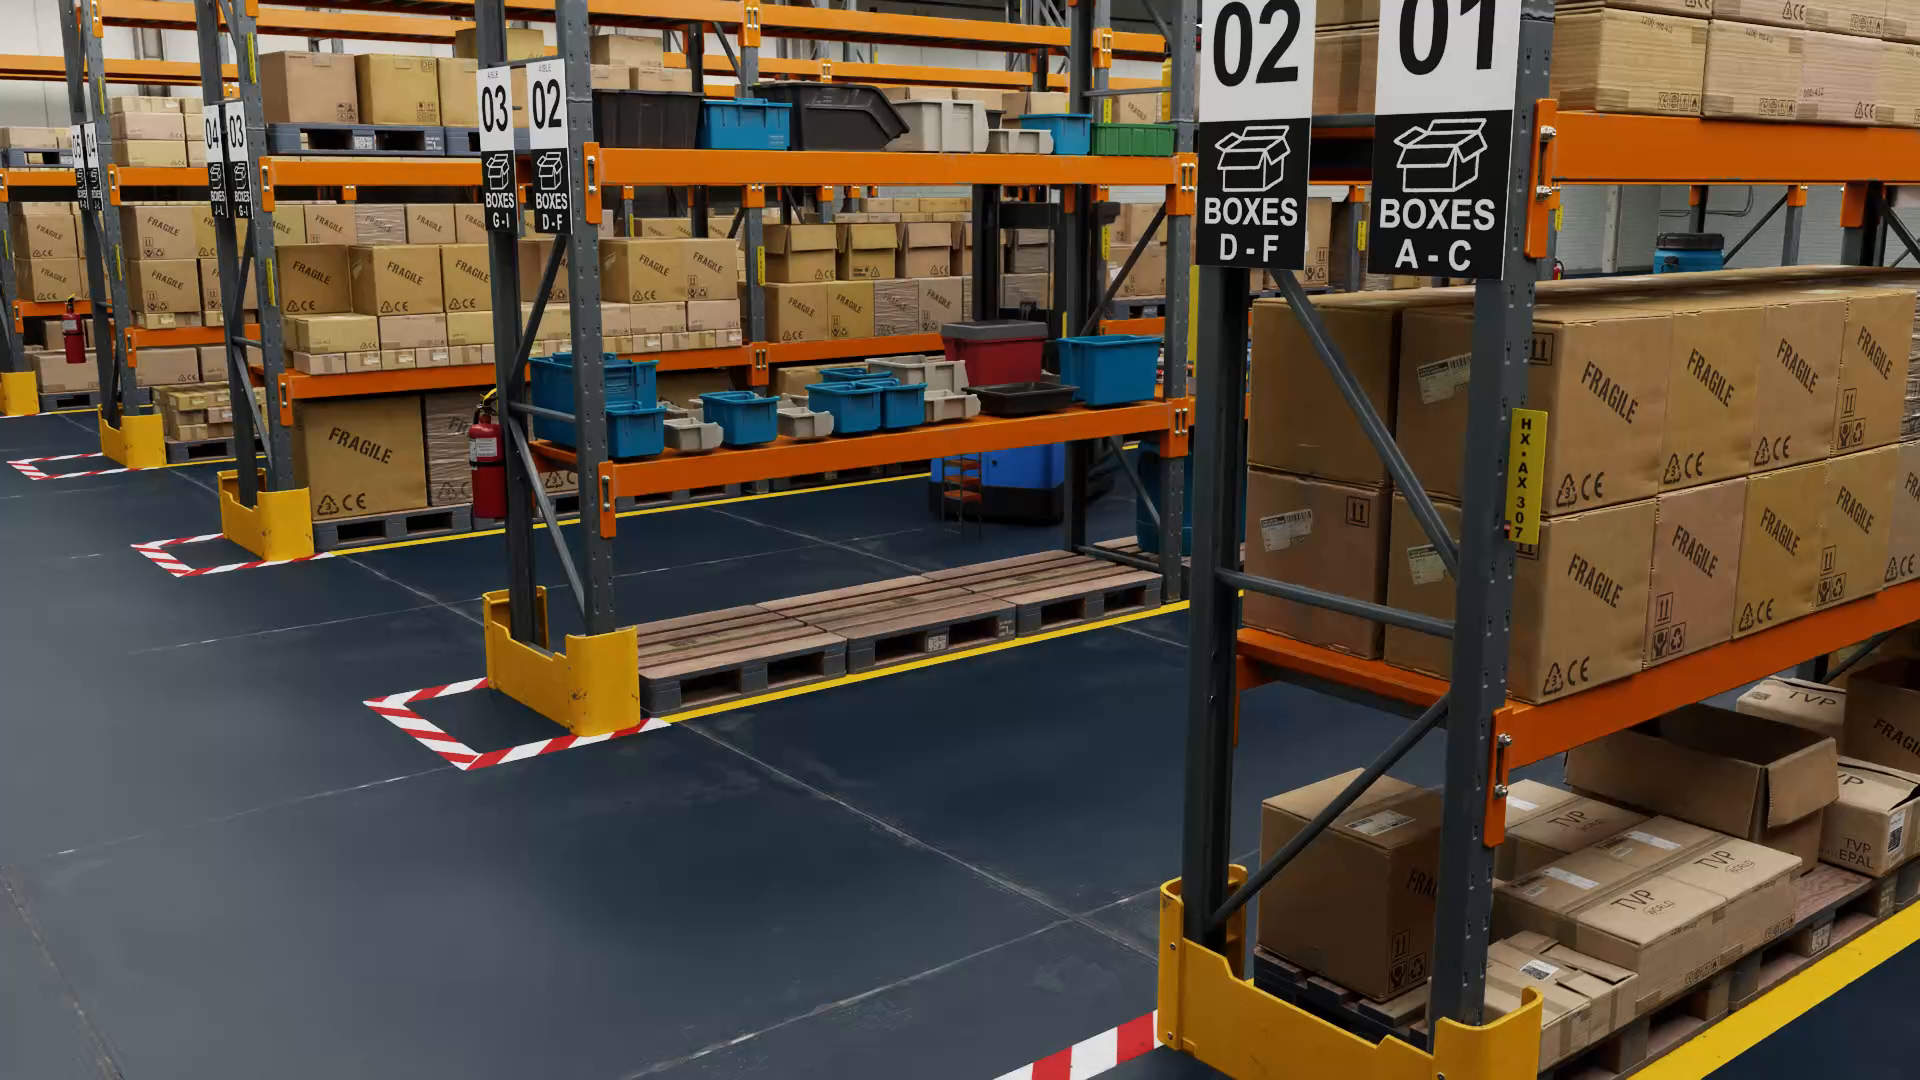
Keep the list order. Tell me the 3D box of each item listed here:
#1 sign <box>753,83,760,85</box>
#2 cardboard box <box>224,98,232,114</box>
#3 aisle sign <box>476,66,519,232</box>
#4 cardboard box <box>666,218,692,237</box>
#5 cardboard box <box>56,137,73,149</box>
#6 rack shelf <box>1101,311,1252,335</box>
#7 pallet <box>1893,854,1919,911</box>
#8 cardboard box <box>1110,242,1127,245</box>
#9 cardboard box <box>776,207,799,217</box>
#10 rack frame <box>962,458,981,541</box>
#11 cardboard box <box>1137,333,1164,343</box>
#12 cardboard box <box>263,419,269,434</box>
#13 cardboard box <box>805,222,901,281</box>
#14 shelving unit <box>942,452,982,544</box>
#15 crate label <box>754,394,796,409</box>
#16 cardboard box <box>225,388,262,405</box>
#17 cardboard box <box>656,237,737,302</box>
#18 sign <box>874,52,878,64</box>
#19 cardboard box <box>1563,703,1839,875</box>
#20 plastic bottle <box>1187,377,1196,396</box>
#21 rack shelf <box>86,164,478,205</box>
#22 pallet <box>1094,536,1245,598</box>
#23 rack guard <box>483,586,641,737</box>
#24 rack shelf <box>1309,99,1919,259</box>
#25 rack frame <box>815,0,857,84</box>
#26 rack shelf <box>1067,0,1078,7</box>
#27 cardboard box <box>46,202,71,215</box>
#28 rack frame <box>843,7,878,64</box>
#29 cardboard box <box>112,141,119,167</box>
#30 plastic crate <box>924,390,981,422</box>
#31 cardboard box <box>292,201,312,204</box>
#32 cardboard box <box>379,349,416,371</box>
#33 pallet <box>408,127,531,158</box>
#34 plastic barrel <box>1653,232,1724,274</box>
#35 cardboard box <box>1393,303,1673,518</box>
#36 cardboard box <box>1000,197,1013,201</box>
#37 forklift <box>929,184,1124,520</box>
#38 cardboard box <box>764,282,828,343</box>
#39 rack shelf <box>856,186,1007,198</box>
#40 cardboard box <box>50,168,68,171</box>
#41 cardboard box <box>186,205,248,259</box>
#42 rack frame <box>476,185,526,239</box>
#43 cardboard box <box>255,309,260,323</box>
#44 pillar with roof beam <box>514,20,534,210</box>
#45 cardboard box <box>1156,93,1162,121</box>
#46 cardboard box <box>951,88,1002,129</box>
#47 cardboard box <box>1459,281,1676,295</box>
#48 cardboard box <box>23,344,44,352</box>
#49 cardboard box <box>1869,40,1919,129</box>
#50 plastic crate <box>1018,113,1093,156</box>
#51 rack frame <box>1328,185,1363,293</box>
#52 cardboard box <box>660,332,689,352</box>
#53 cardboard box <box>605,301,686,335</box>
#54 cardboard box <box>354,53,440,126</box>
[{"bbox_3d":[-1.680,-3.614,13.772,0.005,0.325,0.100,-9,15,-38],"label":"sign"},{"bbox_3d":[-7.117,-4.167,16.009,0.250,0.149,0.380,-9,15,-37],"label":"cardboard box"},{"bbox_3d":[-2.296,-1.933,8.251,0.004,0.787,0.394,-9,15,-38],"label":"aisle sign"},{"bbox_3d":[-4.197,-4.561,24.920,0.500,0.500,0.500,-8,15,-35],"label":"cardboard box"},{"bbox_3d":[-10.769,-4.773,20.015,0.250,0.149,0.380,-11,16,-42],"label":"cardboard box"},{"bbox_3d":[2.658,-2.372,18.310,4.000,0.370,1.077,-9,15,-38],"label":"rack shelf"},{"bbox_3d":[3.621,1.115,6.870,1.213,0.211,1.003,-9,15,-38],"label":"pallet"},{"bbox_3d":[1.896,-3.999,23.880,0.550,0.550,0.875,-9,15,-38],"label":"cardboard box"},{"bbox_3d":[-2.721,-5.120,25.989,0.250,0.149,0.380,-10,16,-39],"label":"cardboard box"},{"bbox_3d":[0.083,-0.601,12.569,0.006,1.200,0.240,-9,15,-38],"label":"rack frame"},{"bbox_3d":[2.436,-3.155,24.369,0.875,0.875,0.875,-9,15,-37],"label":"cardboard box"},{"bbox_3d":[-6.951,-1.167,16.755,0.250,0.149,0.380,-9,15,-37],"label":"cardboard box"},{"bbox_3d":[-0.991,-2.656,15.261,0.637,0.503,0.797,-9,15,-37],"label":"cardboard box"},{"bbox_3d":[0.011,-0.589,12.513,0.189,1.200,0.258,-9,15,-38],"label":"shelving unit"},{"bbox_3d":[-1.096,-0.734,9.354,0.243,0.136,0.396,-9,15,-38],"label":"crate label"},{"bbox_3d":[-7.132,-1.426,16.542,0.250,0.149,0.380,-9,15,-38],"label":"cardboard box"},{"bbox_3d":[-2.219,-2.281,13.990,0.500,0.500,0.500,-9,15,-36],"label":"cardboard box"},{"bbox_3d":[-1.624,-9.255,32.109,0.005,0.325,0.100,-9,15,-38],"label":"sign"},{"bbox_3d":[2.694,0.912,6.061,0.637,0.503,0.797,-9,15,-38],"label":"cardboard box"},{"bbox_3d":[1.575,-1.116,10.783,0.185,0.351,0.144,-9,15,-38],"label":"plastic bottle"},{"bbox_3d":[-6.609,-3.619,16.960,4.000,0.370,1.077,-9,15,-38],"label":"rack shelf"},{"bbox_3d":[1.695,0.129,11.515,1.213,0.211,1.003,-9,15,-38],"label":"pallet"},{"bbox_3d":[-2.068,0.605,8.576,0.348,0.500,1.175,-9,15,-38],"label":"rack guard"},{"bbox_3d":[2.596,-1.194,5.540,4.000,0.370,1.077,-9,15,-38],"label":"rack shelf"},{"bbox_3d":[-1.972,-7.525,26.404,0.127,3.000,1.000,-9,15,-38],"label":"rack frame"},{"bbox_3d":[-0.495,-3.270,9.056,4.000,0.370,1.077,-9,15,-38],"label":"rack shelf"},{"bbox_3d":[-10.732,-3.936,19.732,0.250,0.149,0.380,-9,15,-36],"label":"cardboard box"},{"bbox_3d":[-1.952,-8.849,32.637,0.127,3.000,1.000,-9,15,-38],"label":"rack frame"},{"bbox_3d":[-7.981,-3.740,16.159,0.500,0.250,0.500,-10,15,-39],"label":"cardboard box"},{"bbox_3d":[-0.105,-0.768,9.513,0.466,0.136,0.293,-9,15,-38],"label":"plastic crate"},{"bbox_3d":[-8.534,-4.300,21.447,0.250,0.149,0.380,-9,15,-36],"label":"cardboard box"},{"bbox_3d":[-4.269,-1.363,12.430,0.250,0.149,0.380,-10,16,-39],"label":"cardboard box"},{"bbox_3d":[-3.625,-3.107,13.033,1.213,0.211,1.003,-9,15,-38],"label":"pallet"},{"bbox_3d":[6.823,-2.424,15.617,0.708,0.901,0.600,-9,15,-38],"label":"plastic barrel"},{"bbox_3d":[1.546,-0.372,4.511,0.500,0.500,0.500,-9,15,-36],"label":"cardboard box"},{"bbox_3d":[0.489,-5.627,28.543,0.500,0.500,0.700,-9,15,-37],"label":"cardboard box"},{"bbox_3d":[0.727,-1.853,14.301,1.130,2.935,3.031,4,13,19],"label":"forklift"},{"bbox_3d":[-1.512,-2.013,14.648,0.500,0.500,0.500,-9,15,-37],"label":"cardboard box"},{"bbox_3d":[-0.410,-5.966,28.012,4.000,0.370,1.077,-9,15,-38],"label":"rack shelf"},{"bbox_3d":[-13.039,-5.348,23.976,0.250,0.149,0.380,-10,15,-38],"label":"cardboard box"},{"bbox_3d":[-7.264,-3.009,16.214,0.500,0.500,0.500,-9,15,-36],"label":"cardboard box"},{"bbox_3d":[-5.047,-2.763,18.419,0.127,3.000,1.000,-9,15,-38],"label":"rack frame"},{"bbox_3d":[-6.953,-2.263,16.669,0.250,0.149,0.380,-10,15,-38],"label":"cardboard box"},{"bbox_3d":[-5.054,-7.428,25.945,0.400,9.000,9.100,-9,15,-38],"label":"pillar with roof beam"},{"bbox_3d":[2.022,-4.310,17.037,0.500,0.500,0.500,-9,15,-37],"label":"cardboard box"},{"bbox_3d":[0.045,-3.969,15.625,0.500,0.500,0.500,-8,15,-35],"label":"cardboard box"},{"bbox_3d":[2.006,-0.593,5.553,0.500,0.500,0.500,-9,15,-36],"label":"cardboard box"},{"bbox_3d":[-13.553,-2.762,24.267,0.250,0.149,0.380,-10,16,-40],"label":"cardboard box"},{"bbox_3d":[2.769,-1.432,5.292,0.500,0.250,0.500,-9,15,-38],"label":"cardboard box"},{"bbox_3d":[0.555,-2.357,9.691,0.300,0.233,0.416,-9,15,-38],"label":"plastic crate"},{"bbox_3d":[4.219,-2.983,19.457,0.127,3.000,1.000,-9,15,-38],"label":"rack frame"},{"bbox_3d":[-2.462,-1.663,13.844,0.250,0.149,0.380,-10,15,-39],"label":"cardboard box"},{"bbox_3d":[-2.611,-1.850,13.765,0.500,0.250,0.500,-9,15,-36],"label":"cardboard box"},{"bbox_3d":[-4.264,-3.326,12.359,0.500,0.500,0.700,-10,16,-40],"label":"cardboard box"}]
